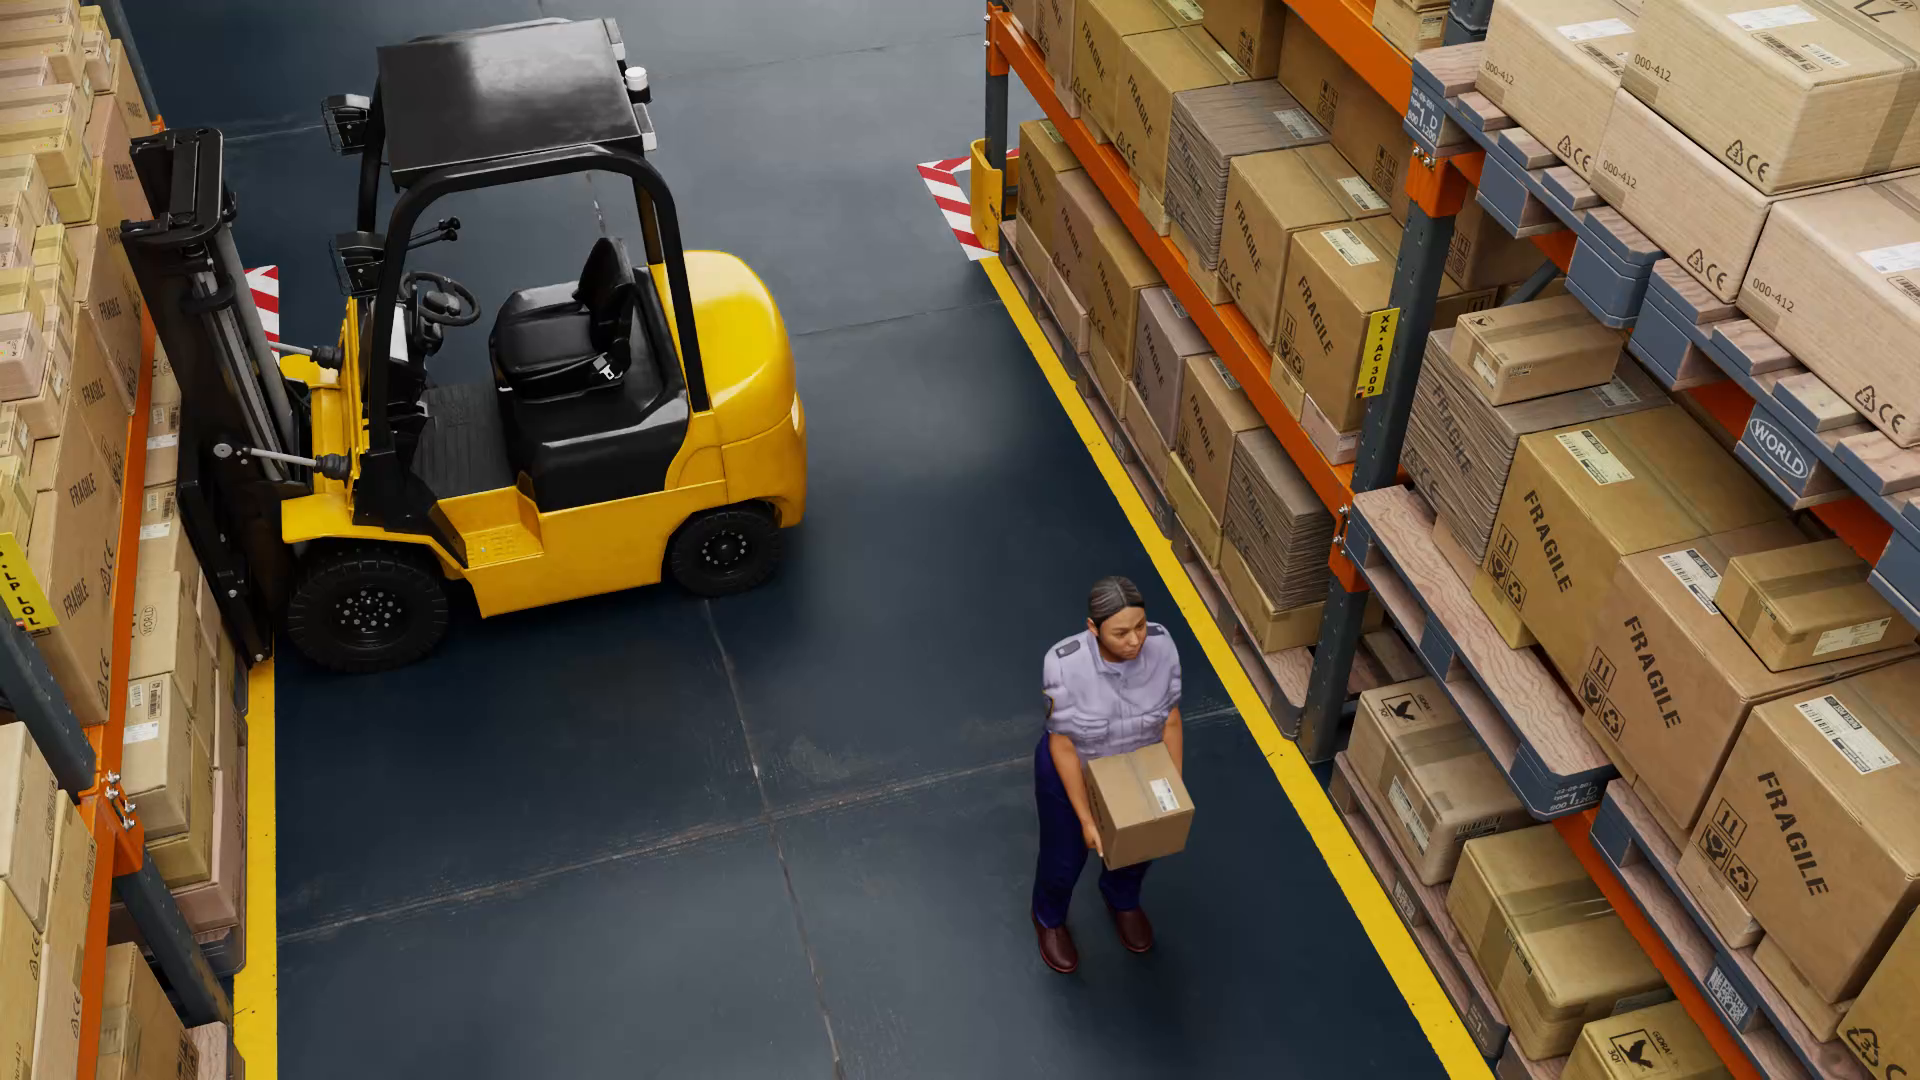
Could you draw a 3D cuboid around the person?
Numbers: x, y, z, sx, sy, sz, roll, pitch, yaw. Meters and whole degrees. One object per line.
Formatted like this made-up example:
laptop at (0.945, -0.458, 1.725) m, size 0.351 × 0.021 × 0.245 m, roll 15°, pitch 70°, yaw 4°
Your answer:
person at (0.487, 0.805, 5.300) m, size 0.441 × 1.646 × 0.519 m, roll -12°, pitch 44°, yaw -13°
